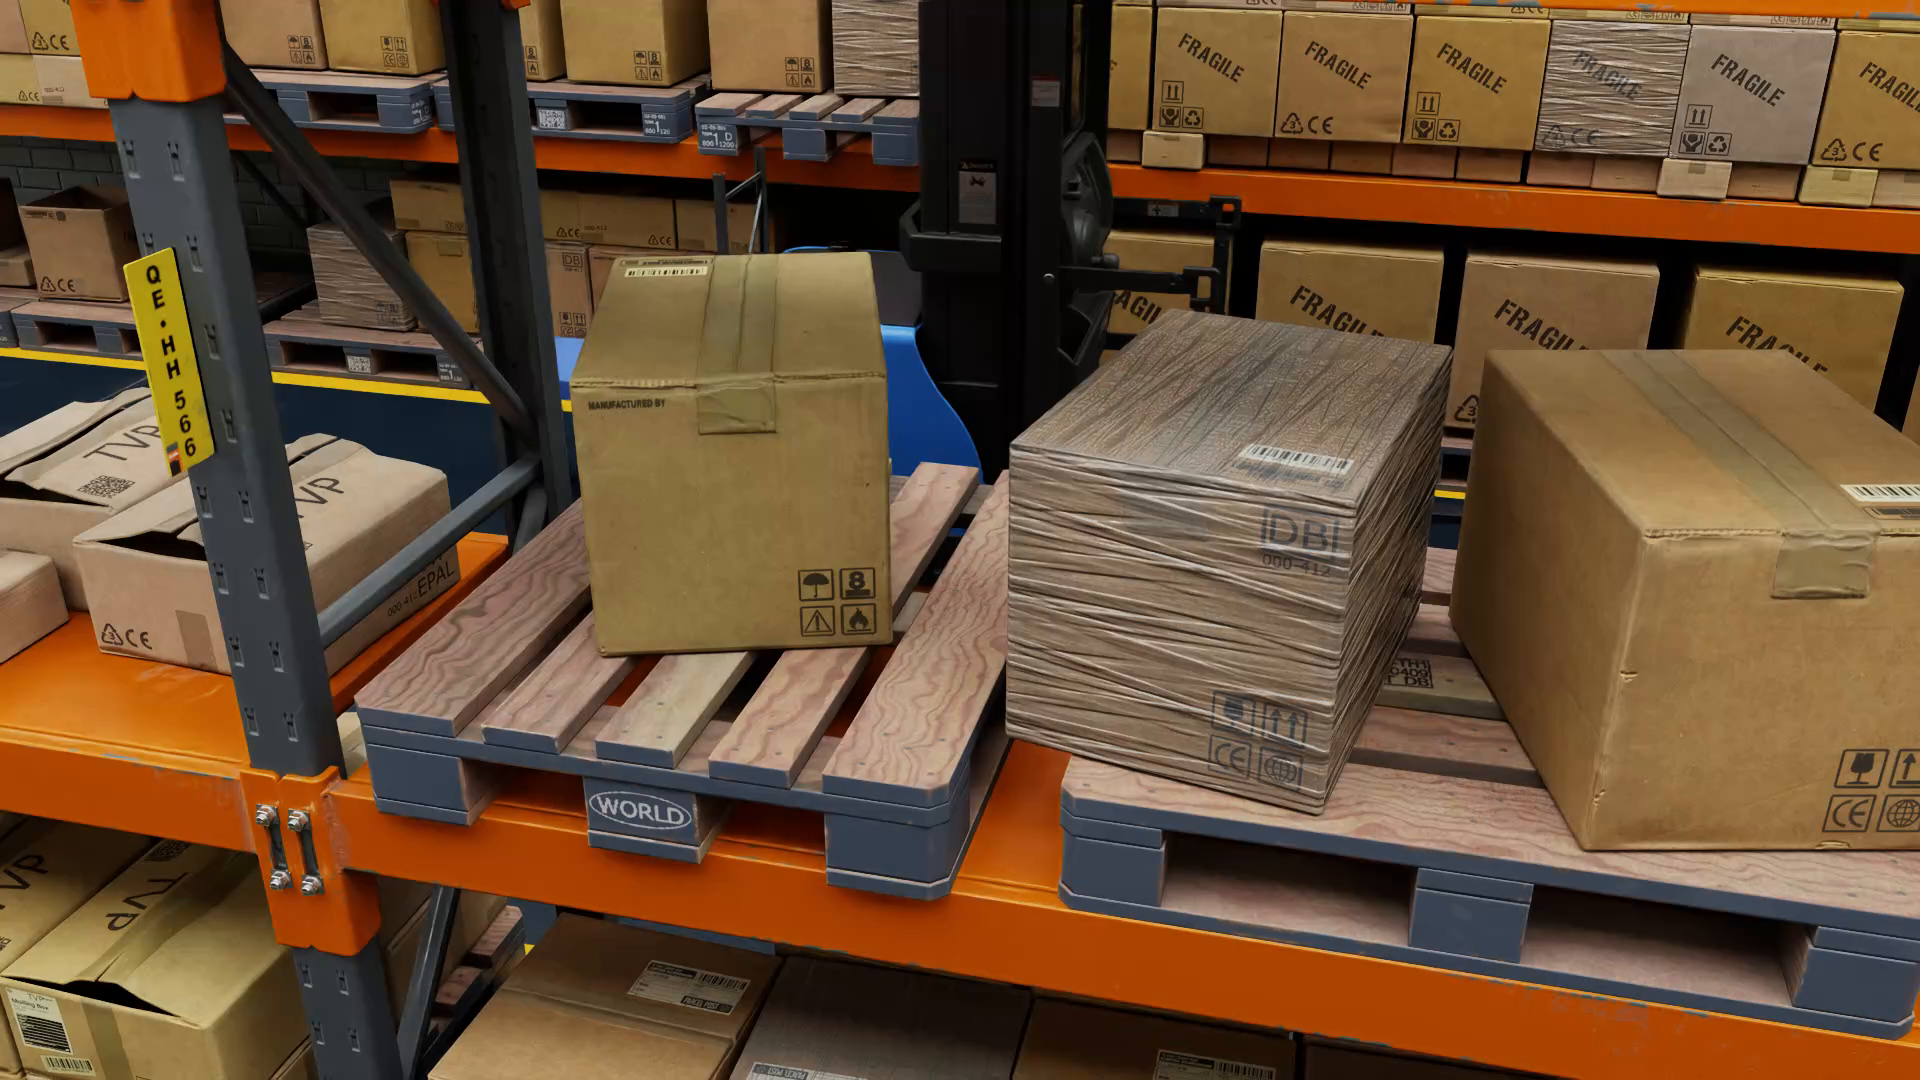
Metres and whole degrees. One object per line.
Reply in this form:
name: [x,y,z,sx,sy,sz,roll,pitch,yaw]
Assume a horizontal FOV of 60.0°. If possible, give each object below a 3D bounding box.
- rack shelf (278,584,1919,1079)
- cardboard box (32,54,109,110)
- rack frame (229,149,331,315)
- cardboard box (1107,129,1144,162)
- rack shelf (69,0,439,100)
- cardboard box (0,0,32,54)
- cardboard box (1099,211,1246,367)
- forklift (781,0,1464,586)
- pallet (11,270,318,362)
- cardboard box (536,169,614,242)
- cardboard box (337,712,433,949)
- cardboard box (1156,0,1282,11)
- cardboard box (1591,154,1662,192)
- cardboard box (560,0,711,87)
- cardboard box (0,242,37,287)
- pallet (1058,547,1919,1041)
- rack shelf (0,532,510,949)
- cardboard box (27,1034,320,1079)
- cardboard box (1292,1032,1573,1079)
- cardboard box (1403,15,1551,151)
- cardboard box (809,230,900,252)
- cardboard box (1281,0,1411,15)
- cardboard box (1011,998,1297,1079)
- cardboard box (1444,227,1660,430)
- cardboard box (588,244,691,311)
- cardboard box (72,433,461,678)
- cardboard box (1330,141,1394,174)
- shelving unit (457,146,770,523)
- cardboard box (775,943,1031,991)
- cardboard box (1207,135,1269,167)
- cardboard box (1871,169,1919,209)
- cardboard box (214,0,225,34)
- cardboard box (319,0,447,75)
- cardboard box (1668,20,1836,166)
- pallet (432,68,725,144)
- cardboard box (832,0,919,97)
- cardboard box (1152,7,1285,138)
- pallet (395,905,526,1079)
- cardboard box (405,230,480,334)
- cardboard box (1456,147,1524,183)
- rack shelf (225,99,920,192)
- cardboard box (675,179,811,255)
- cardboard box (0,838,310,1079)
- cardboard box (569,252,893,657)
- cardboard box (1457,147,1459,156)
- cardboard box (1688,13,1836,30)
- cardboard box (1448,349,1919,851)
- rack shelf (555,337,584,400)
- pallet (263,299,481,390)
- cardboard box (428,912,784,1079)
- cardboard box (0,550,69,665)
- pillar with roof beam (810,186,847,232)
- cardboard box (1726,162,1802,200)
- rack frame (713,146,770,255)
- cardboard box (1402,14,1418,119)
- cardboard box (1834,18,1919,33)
rack shelf: [0.904,0.569,2.901,4.000,0.370,1.077,6,26,13]
cardboard box: [-4.211,-2.326,8.298,0.500,0.250,0.500,6,26,13]
rack frame: [-3.677,-2.460,8.428,0.127,3.000,1.000,6,26,13]
cardboard box: [0.700,-1.765,7.238,0.250,0.149,0.380,7,26,14]
rack shelf: [-2.970,-1.213,3.156,4.000,0.370,1.077,6,26,13]
cardboard box: [-4.696,-2.713,8.238,0.500,0.500,0.500,6,26,13]
cardboard box: [0.877,-1.118,7.621,0.750,0.750,0.750,6,26,12]
forklift: [0.643,-1.222,5.906,3.031,2.935,1.130,6,26,11]
pallet: [-4.336,-1.259,9.148,1.213,0.211,1.003,6,26,13]
cardboard box: [-2.027,-1.697,8.349,0.500,0.250,0.500,6,26,11]
cardboard box: [-1.467,0.651,3.951,0.500,0.311,0.500,7,26,15]
cardboard box: [1.094,-2.346,6.830,0.500,0.250,0.500,6,26,12]
cardboard box: [2.693,-1.539,6.762,0.250,0.149,0.380,6,26,13]
cardboard box: [-1.472,-2.446,7.770,0.500,0.500,0.700,6,26,13]
cardboard box: [-5.221,-1.551,9.324,0.250,0.149,0.380,4,26,9]
pallet: [0.852,0.323,2.804,1.213,0.211,1.003,6,26,13]
rack shelf: [-2.970,0.141,3.801,4.000,0.370,1.077,6,26,13]
cardboard box: [-1.603,1.128,3.602,0.500,0.250,0.500,7,26,14]
cardboard box: [0.942,1.072,3.405,0.500,0.500,0.500,5,26,11]
cardboard box: [2.096,-1.896,6.757,0.500,0.500,0.500,7,26,14]
cardboard box: [-0.513,-1.158,8.088,0.500,0.500,0.700,7,26,14]
cardboard box: [1.579,-2.294,6.721,0.500,0.250,0.500,6,26,13]
cardboard box: [0.330,1.238,3.057,0.500,0.500,0.500,6,26,12]
cardboard box: [2.548,-0.932,7.231,0.750,0.750,0.750,7,26,15]
cardboard box: [-1.471,-1.302,8.392,0.500,0.500,0.700,6,26,13]
cardboard box: [-1.374,0.014,3.335,0.500,0.311,0.500,8,27,16]
cardboard box: [1.712,-1.670,7.037,0.250,0.149,0.380,7,26,14]
shelving unit: [-1.328,-0.805,6.697,1.048,1.500,0.538,6,26,11]
cardboard box: [-0.068,0.963,3.634,0.500,0.500,0.500,7,26,15]
cardboard box: [1.211,-1.726,7.155,0.250,0.149,0.380,6,26,12]
cardboard box: [3.673,-1.418,6.508,0.250,0.149,0.380,7,26,13]
cardboard box: [-4.080,-2.878,8.583,0.500,0.500,0.500,6,26,12]
cardboard box: [-2.653,-2.573,8.036,0.500,0.500,0.700,9,27,18]
cardboard box: [3.065,-1.787,6.529,0.500,0.500,0.500,7,26,13]
pallet: [-1.730,-2.140,7.979,1.213,0.211,1.003,6,26,13]
cardboard box: [-0.260,-2.322,7.510,0.500,0.500,0.700,3,26,7]
cardboard box: [1.109,-2.002,6.980,0.500,0.500,0.500,7,26,15]
pallet: [-1.820,1.185,4.015,1.213,0.211,1.003,6,26,13]
cardboard box: [-2.447,-1.424,8.648,0.500,0.500,0.700,6,26,12]
cardboard box: [2.200,-1.605,6.901,0.250,0.149,0.380,7,26,15]
rack shelf: [-1.740,-1.921,8.133,4.000,0.370,1.077,6,26,13]
cardboard box: [-1.049,-1.583,8.110,0.500,0.250,0.500,7,26,14]
cardboard box: [-1.601,0.876,3.479,0.500,0.311,0.500,7,26,14]
cardboard box: [-0.395,-0.184,3.041,0.500,0.500,0.700,-2,26,-5]
cardboard box: [2.306,-1.786,7.281,0.250,0.149,0.380,6,26,12]
cardboard box: [3.063,-2.133,6.383,0.500,0.250,0.500,7,26,14]
cardboard box: [1.115,0.061,2.528,0.500,0.500,0.700,0,25,0]
rack shelf: [-1.328,-0.643,6.774,1.000,0.185,0.538,6,26,11]
pallet: [-2.922,-1.119,8.854,1.213,0.211,1.003,6,26,13]
cardboard box: [-0.663,1.128,3.287,0.500,0.500,0.500,7,26,15]
cardboard box: [-1.973,0.163,3.211,0.250,0.149,0.380,6,26,13]
pillar with roof beam: [-1.918,-3.448,3.524,0.400,9.000,9.100,6,26,13]
cardboard box: [3.184,-1.482,6.641,0.250,0.149,0.380,7,26,15]
rack frame: [-0.832,-0.757,6.595,0.032,1.500,0.500,6,26,11]
cardboard box: [2.199,-2.114,7.215,0.500,0.500,0.500,7,26,15]
cardboard box: [3.555,-2.074,6.260,0.500,0.250,0.500,7,26,14]
